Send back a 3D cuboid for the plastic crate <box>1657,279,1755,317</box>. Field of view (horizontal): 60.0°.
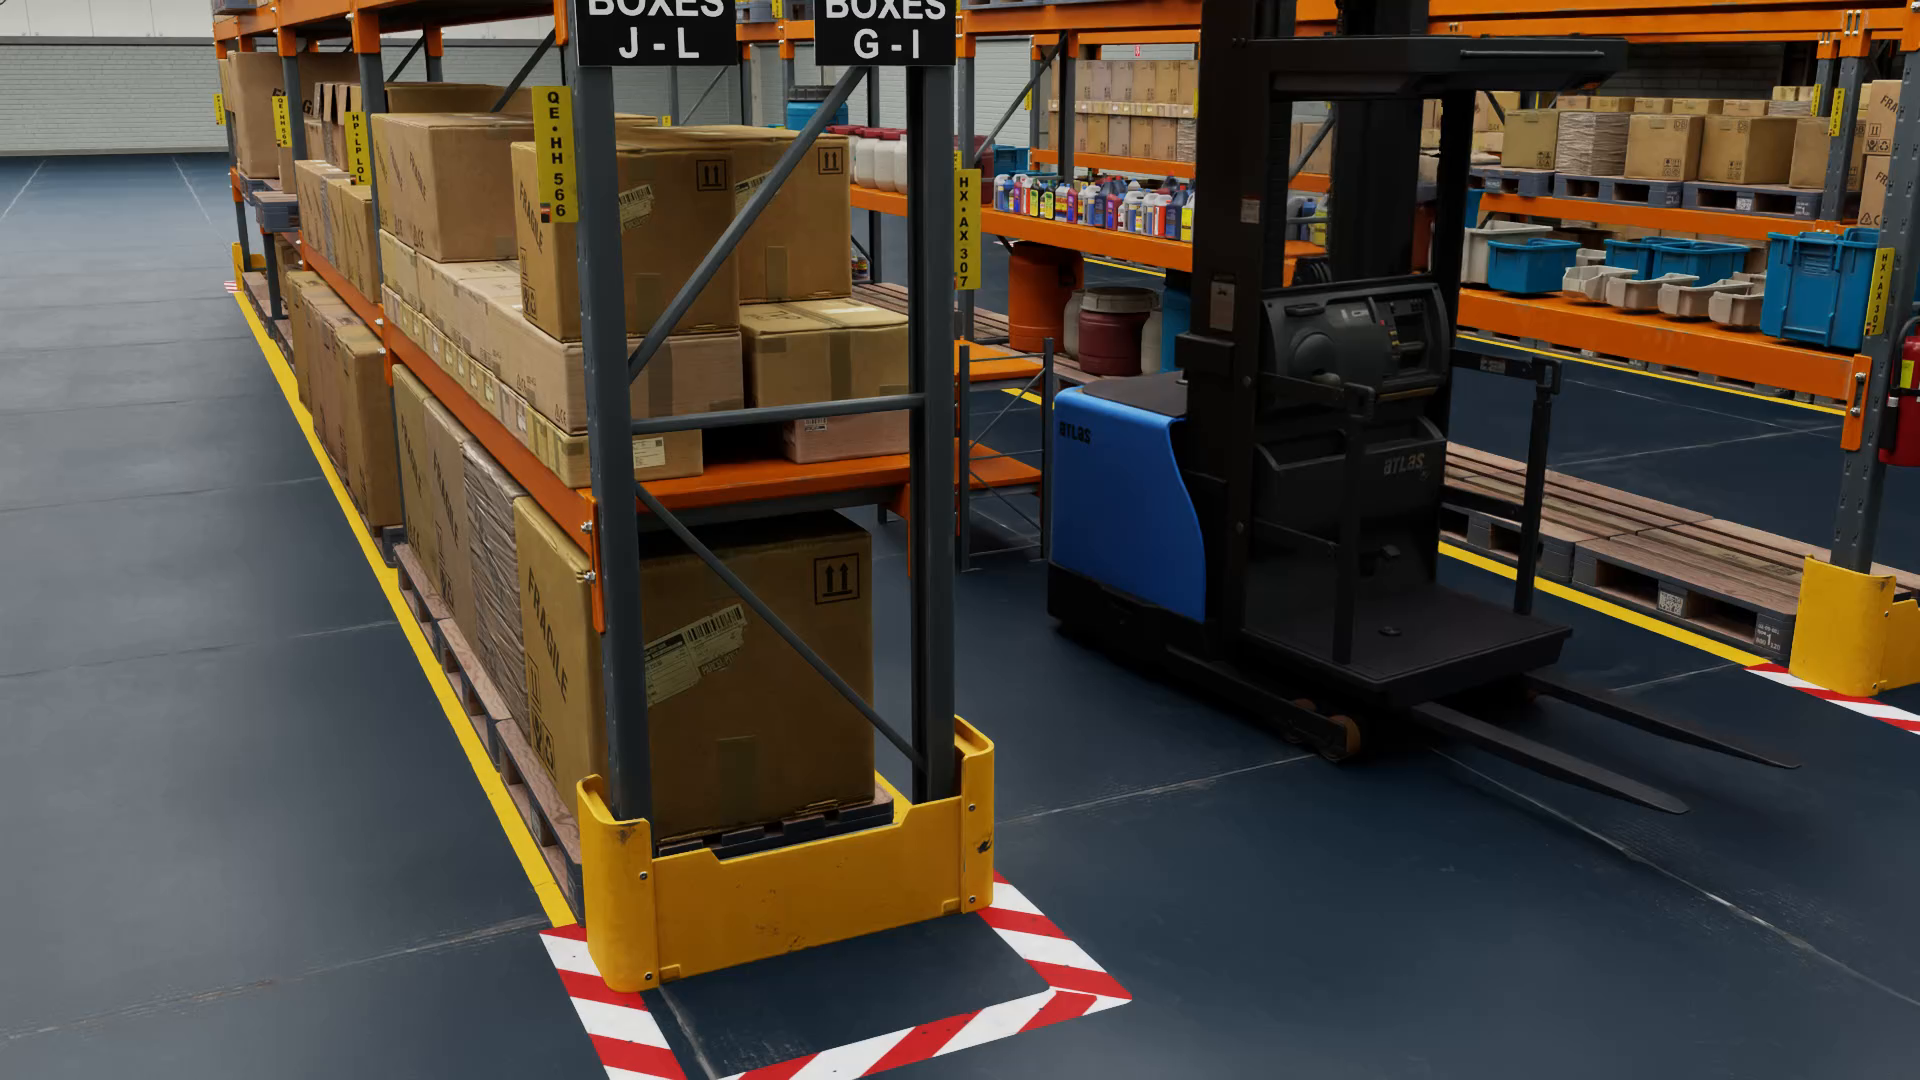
[{"bbox_3d":[3.329,-1.086,7.466,0.396,0.136,0.243,-8,18,-25],"label":"plastic crate"}]

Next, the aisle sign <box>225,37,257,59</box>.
[{"bbox_3d":[-7.796,-5.527,17.861,0.394,0.787,0.004,-8,18,-25],"label":"aisle sign"}]

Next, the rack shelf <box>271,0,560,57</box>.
[{"bbox_3d":[-3.118,-2.915,9.337,1.077,0.370,4.000,-8,18,-25],"label":"rack shelf"}]

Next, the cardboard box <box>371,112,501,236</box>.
[{"bbox_3d":[-2.262,-1.605,7.279,0.500,0.500,0.500,-8,18,-25],"label":"cardboard box"}]

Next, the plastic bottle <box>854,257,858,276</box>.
[{"bbox_3d":[-1.085,-2.929,17.795,0.097,0.201,0.097,0,16,0],"label":"plastic bottle"}]

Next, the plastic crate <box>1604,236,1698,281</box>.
[{"bbox_3d":[3.442,-1.380,8.317,0.416,0.233,0.300,-8,18,-25],"label":"plastic crate"}]

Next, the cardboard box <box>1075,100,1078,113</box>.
[{"bbox_3d":[1.612,-5.604,21.485,0.380,0.149,0.250,-8,18,-25],"label":"cardboard box"}]

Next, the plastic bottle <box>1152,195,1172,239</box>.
[{"bbox_3d":[1.366,-2.136,10.982,0.152,0.276,0.135,-8,18,-25],"label":"plastic bottle"}]

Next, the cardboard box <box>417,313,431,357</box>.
[{"bbox_3d":[-1.951,-0.830,6.661,0.380,0.149,0.250,-8,18,-26],"label":"cardboard box"}]

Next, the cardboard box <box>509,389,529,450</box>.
[{"bbox_3d":[-1.167,-0.386,5.114,0.380,0.149,0.250,-8,18,-25],"label":"cardboard box"}]

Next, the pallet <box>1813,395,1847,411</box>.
[{"bbox_3d":[6.965,-1.009,11.883,1.003,0.211,1.213,-8,18,-25],"label":"pallet"}]

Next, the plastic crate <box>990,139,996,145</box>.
[{"bbox_3d":[0.025,-3.382,14.982,0.402,0.464,0.583,-8,18,-25],"label":"plastic crate"}]

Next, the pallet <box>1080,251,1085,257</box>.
[{"bbox_3d":[1.780,-3.970,22.202,1.003,0.211,1.213,-8,18,-25],"label":"pallet"}]

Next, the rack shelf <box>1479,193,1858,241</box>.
[{"bbox_3d":[5.788,-2.670,13.919,1.077,0.370,4.000,-8,18,-25],"label":"rack shelf"}]

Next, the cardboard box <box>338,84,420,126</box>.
[{"bbox_3d":[-3.106,-2.335,9.448,0.797,0.503,0.637,-7,17,-23],"label":"cardboard box"}]

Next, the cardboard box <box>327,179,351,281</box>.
[{"bbox_3d":[-3.138,-1.707,9.078,0.500,0.500,0.500,-8,18,-26],"label":"cardboard box"}]

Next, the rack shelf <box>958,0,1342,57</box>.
[{"bbox_3d":[1.334,-3.514,11.423,1.077,0.370,4.000,-8,18,-25],"label":"rack shelf"}]

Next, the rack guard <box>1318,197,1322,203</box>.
[{"bbox_3d":[5.892,-4.874,24.829,1.175,0.500,0.348,-8,18,-25],"label":"rack guard"}]

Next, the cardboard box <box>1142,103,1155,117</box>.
[{"bbox_3d":[2.404,-5.157,19.926,0.380,0.149,0.250,-8,18,-25],"label":"cardboard box"}]

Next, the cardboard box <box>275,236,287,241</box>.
[{"bbox_3d":[-6.691,-2.841,16.982,0.500,0.500,0.500,-6,17,-20],"label":"cardboard box"}]

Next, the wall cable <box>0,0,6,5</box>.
[{"bbox_3d":[-26.077,-16.209,42.756,2.305,6.003,0.169,-8,18,-25],"label":"wall cable"}]

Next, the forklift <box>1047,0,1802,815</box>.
[{"bbox_3d":[1.621,-0.762,6.092,1.130,2.935,3.031,-10,19,-32],"label":"forklift"}]

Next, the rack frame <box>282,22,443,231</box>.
[{"bbox_3d":[-3.995,-2.315,11.380,1.000,3.000,0.127,-8,18,-25],"label":"rack frame"}]

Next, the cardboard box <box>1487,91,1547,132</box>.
[{"bbox_3d":[7.126,-5.480,21.286,0.500,0.500,0.500,-8,18,-25],"label":"cardboard box"}]

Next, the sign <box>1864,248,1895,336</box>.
[{"bbox_3d":[3.475,-0.938,6.285,0.100,0.325,0.005,-8,18,-25],"label":"sign"}]

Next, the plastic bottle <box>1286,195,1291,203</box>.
[{"bbox_3d":[2.163,-2.144,11.016,0.097,0.271,0.097,0,16,0],"label":"plastic bottle"}]

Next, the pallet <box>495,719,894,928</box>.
[{"bbox_3d":[-0.910,0.820,5.510,1.003,0.211,1.213,-8,18,-25],"label":"pallet"}]

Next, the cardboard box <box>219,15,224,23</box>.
[{"bbox_3d":[-7.076,-5.267,16.502,0.500,0.250,0.500,-8,18,-25],"label":"cardboard box"}]

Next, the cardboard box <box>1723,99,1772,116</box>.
[{"bbox_3d":[8.879,-4.621,18.436,0.700,0.500,0.500,-10,19,-30],"label":"cardboard box"}]

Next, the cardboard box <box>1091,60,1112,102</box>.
[{"bbox_3d":[2.081,-5.781,20.926,0.700,0.500,0.500,-8,18,-25],"label":"cardboard box"}]

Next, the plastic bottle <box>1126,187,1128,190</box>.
[{"bbox_3d":[1.282,-2.609,12.764,0.097,0.201,0.097,0,16,0],"label":"plastic bottle"}]

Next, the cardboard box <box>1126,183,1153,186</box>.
[{"bbox_3d":[2.097,-4.203,20.824,0.500,0.500,0.500,-8,18,-25],"label":"cardboard box"}]

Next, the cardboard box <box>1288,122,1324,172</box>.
[{"bbox_3d":[3.712,-4.228,17.865,0.500,0.500,0.500,-6,17,-21],"label":"cardboard box"}]

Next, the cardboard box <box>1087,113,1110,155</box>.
[{"bbox_3d":[2.047,-5.172,21.155,0.700,0.500,0.500,-8,18,-25],"label":"cardboard box"}]

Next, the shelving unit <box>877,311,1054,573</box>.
[{"bbox_3d":[0.003,-0.539,8.590,0.538,1.125,1.048,-8,18,-25],"label":"shelving unit"}]

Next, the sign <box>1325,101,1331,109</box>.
[{"bbox_3d":[5.371,-6.445,24.202,0.100,0.325,0.005,-8,18,-25],"label":"sign"}]

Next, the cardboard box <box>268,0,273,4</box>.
[{"bbox_3d":[-4.423,-3.773,11.294,0.500,0.250,0.500,-8,18,-25],"label":"cardboard box"}]

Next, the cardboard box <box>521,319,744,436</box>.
[{"bbox_3d":[-0.941,-0.490,4.754,0.500,0.250,0.500,-8,18,-26],"label":"cardboard box"}]

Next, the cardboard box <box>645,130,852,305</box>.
[{"bbox_3d":[-0.676,-1.038,5.304,0.500,0.500,0.500,-8,18,-26],"label":"cardboard box"}]

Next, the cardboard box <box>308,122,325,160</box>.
[{"bbox_3d":[-4.267,-2.694,11.758,0.500,0.500,0.500,-10,19,-32],"label":"cardboard box"}]

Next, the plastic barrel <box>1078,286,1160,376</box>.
[{"bbox_3d":[1.182,-1.557,12.349,0.600,0.588,0.708,-8,18,-25],"label":"plastic barrel"}]

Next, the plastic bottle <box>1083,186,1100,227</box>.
[{"bbox_3d":[0.964,-2.364,11.775,0.152,0.276,0.135,-8,18,-25],"label":"plastic bottle"}]

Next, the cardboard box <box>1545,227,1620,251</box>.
[{"bbox_3d":[5.561,-2.665,14.973,0.500,0.250,0.500,-7,17,-23],"label":"cardboard box"}]

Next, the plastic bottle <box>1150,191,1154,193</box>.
[{"bbox_3d":[1.309,-2.245,11.368,0.097,0.271,0.097,0,16,0],"label":"plastic bottle"}]

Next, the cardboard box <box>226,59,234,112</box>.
[{"bbox_3d":[-6.846,-4.429,16.214,0.500,0.500,0.500,-8,18,-25],"label":"cardboard box"}]

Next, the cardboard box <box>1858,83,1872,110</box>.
[{"bbox_3d":[9.343,-4.521,16.951,0.500,0.250,0.500,-7,18,-24],"label":"cardboard box"}]

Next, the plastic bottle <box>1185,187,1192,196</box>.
[{"bbox_3d":[1.602,-2.371,11.807,0.097,0.271,0.097,0,16,0],"label":"plastic bottle"}]

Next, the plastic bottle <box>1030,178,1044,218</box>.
[{"bbox_3d":[0.577,-2.558,12.437,0.061,0.283,0.133,-8,18,-25],"label":"plastic bottle"}]

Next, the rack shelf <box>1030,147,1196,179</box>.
[{"bbox_3d":[2.284,-4.653,20.832,1.077,0.370,4.000,-8,18,-25],"label":"rack shelf"}]

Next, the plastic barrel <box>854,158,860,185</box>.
[{"bbox_3d":[-0.853,-3.492,15.733,0.301,0.262,0.301,0,16,0],"label":"plastic barrel"}]

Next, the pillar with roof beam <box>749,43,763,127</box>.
[{"bbox_3d":[-10.070,-15.828,47.591,9.100,9.000,0.400,-8,18,-25],"label":"pillar with roof beam"}]

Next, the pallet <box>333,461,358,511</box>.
[{"bbox_3d":[-3.186,-0.468,9.999,1.003,0.211,1.213,-8,18,-25],"label":"pallet"}]

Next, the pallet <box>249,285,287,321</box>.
[{"bbox_3d":[-6.611,-2.432,16.842,1.003,0.211,1.213,-8,18,-25],"label":"pallet"}]

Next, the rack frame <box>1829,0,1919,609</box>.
[{"bbox_3d":[3.963,-0.930,6.553,1.000,3.000,0.127,-8,18,-25],"label":"rack frame"}]

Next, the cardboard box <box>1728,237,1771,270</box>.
[{"bbox_3d":[9.001,-3.293,18.522,0.700,0.500,0.500,-7,18,-24],"label":"cardboard box"}]

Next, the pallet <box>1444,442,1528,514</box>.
[{"bbox_3d":[2.567,-0.404,9.775,1.003,0.211,1.213,-8,18,-25],"label":"pallet"}]
